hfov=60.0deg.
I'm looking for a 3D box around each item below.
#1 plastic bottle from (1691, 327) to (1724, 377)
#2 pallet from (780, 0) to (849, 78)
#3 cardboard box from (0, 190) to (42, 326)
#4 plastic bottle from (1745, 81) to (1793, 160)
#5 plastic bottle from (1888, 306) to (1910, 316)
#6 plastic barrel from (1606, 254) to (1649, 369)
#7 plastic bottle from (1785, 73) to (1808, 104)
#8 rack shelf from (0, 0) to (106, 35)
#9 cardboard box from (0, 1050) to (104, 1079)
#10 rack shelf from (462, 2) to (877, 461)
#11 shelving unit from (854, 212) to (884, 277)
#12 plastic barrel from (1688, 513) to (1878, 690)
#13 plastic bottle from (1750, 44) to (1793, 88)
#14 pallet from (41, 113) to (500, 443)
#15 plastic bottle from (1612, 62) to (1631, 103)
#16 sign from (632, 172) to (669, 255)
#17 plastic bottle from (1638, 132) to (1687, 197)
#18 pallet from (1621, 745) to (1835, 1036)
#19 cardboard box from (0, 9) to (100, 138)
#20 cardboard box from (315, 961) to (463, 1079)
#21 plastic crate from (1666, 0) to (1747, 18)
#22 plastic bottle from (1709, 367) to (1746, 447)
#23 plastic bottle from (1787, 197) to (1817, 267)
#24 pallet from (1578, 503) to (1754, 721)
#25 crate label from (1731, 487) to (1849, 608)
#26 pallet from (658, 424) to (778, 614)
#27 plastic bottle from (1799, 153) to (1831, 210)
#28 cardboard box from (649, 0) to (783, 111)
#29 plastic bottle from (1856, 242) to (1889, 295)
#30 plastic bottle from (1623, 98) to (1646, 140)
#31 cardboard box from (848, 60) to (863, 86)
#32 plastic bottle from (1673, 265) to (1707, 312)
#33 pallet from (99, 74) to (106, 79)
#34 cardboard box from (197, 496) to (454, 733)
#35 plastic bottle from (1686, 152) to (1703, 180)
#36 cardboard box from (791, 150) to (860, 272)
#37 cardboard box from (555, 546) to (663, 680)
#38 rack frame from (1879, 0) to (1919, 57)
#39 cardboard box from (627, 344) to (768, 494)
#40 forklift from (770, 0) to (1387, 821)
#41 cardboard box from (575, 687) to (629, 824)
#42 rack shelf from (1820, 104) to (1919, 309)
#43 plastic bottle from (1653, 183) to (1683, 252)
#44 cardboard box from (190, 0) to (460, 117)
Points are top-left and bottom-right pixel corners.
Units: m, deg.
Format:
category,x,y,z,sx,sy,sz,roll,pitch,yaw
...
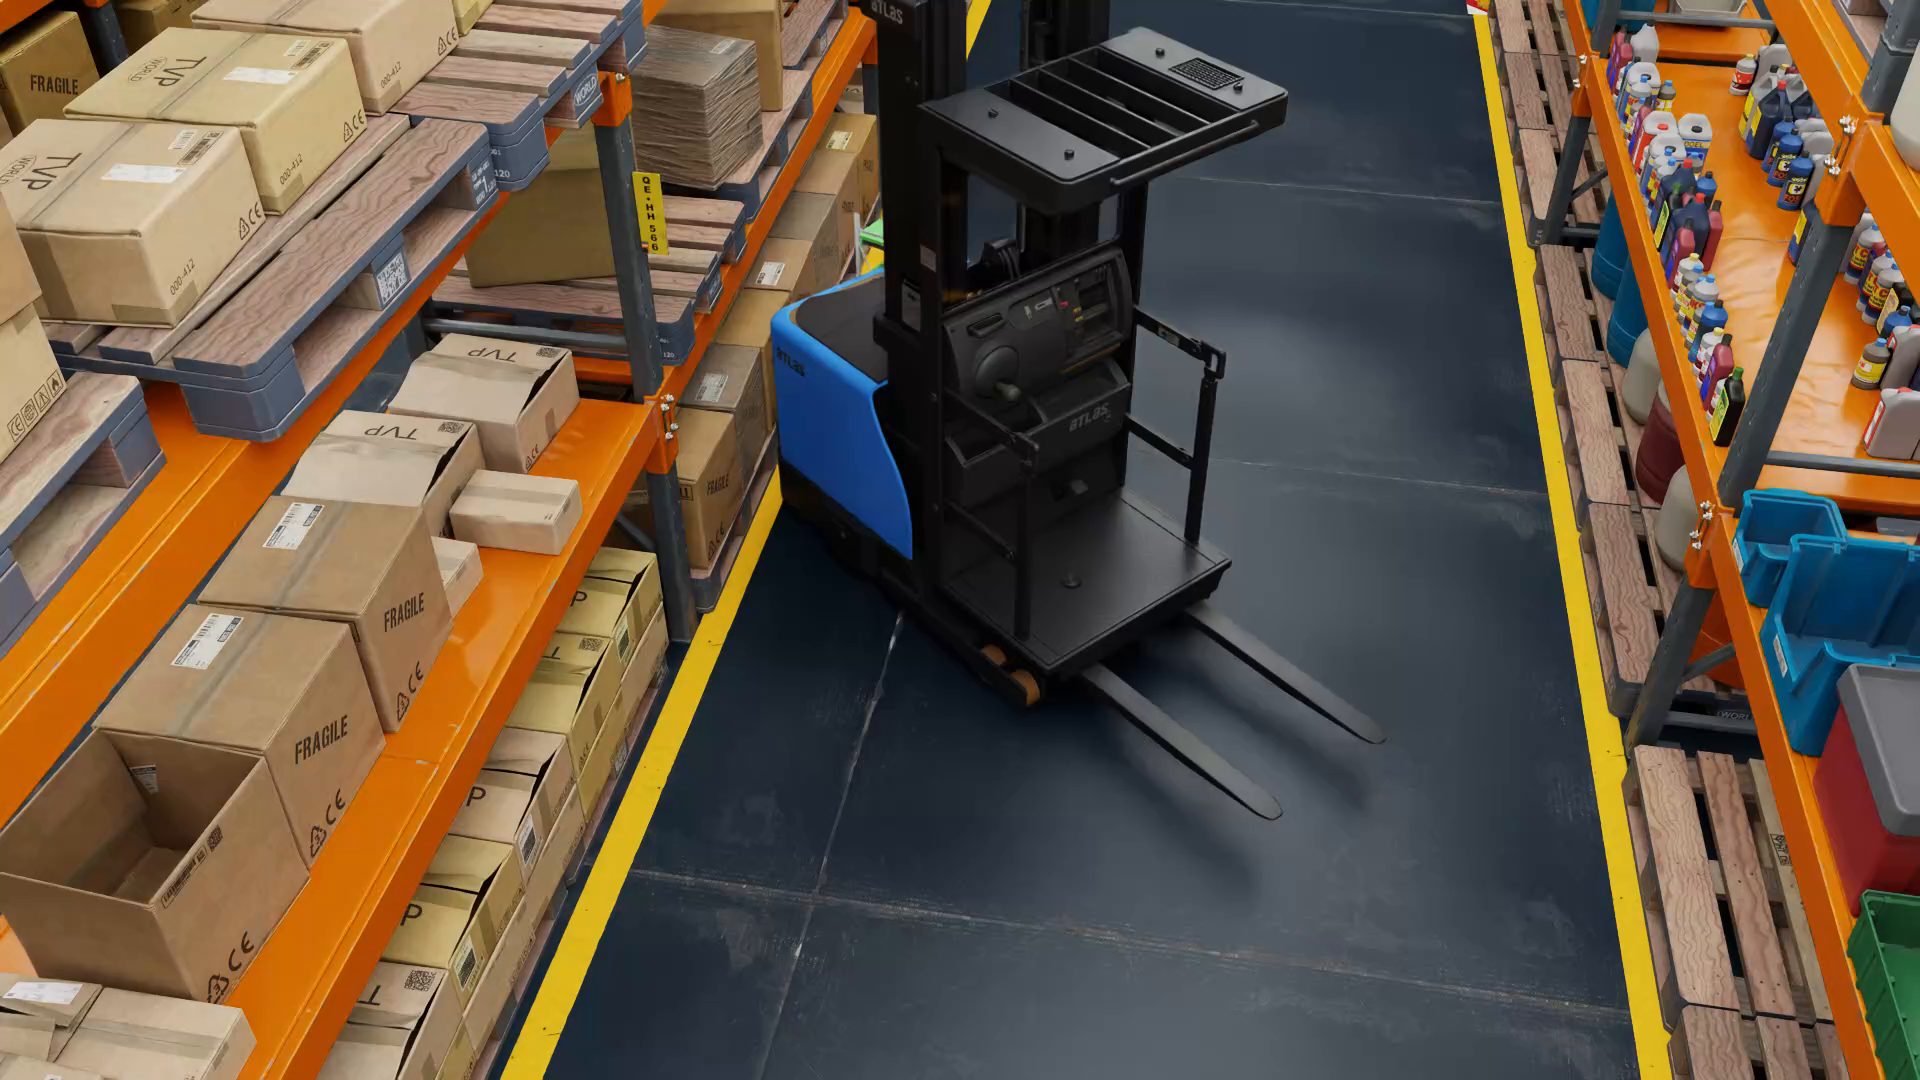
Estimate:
category,x,y,z,sx,sy,sz,roll,pitch,yaw
plastic bottle,2.959,-0.742,6.546,0.097,0.201,0.097,0,40,0
pallet,-1.217,-2.737,8.954,1.003,0.211,1.213,6,40,8
cardboard box,-2.135,-0.572,3.030,0.500,0.500,0.500,10,41,12
plastic bottle,3.896,-2.020,7.975,0.144,0.351,0.185,6,40,8
plastic bottle,3.758,-0.845,6.671,0.097,0.201,0.097,0,40,0
plastic barrel,3.673,-1.321,8.408,0.600,0.901,0.708,6,40,8
plastic bottle,4.070,-2.120,8.096,0.144,0.351,0.185,6,40,8
rack shelf,-6.197,-2.312,8.854,1.077,0.370,4.000,6,40,8
cardboard box,-2.314,1.464,3.840,0.500,0.250,0.500,9,40,10
rack shelf,-1.318,-1.768,8.196,1.077,0.370,4.000,6,40,8
shelving unit,-0.261,-1.166,8.316,0.258,1.200,0.503,23,45,25
plastic barrel,3.282,0.124,6.716,0.600,0.830,0.708,6,40,8
plastic bottle,4.157,-2.421,8.519,0.152,0.276,0.135,6,40,8
pallet,-1.884,-0.735,4.177,1.003,0.211,1.213,8,40,10
plastic bottle,3.398,-2.334,8.472,0.097,0.201,0.097,0,40,0
sign,-1.116,-1.177,6.008,0.100,0.325,0.005,6,40,8
plastic bottle,3.251,-1.729,7.681,0.152,0.276,0.135,6,40,8
pallet,3.042,1.315,6.091,1.003,0.211,1.213,6,40,8
cardboard box,-5.836,-2.755,10.183,0.750,0.750,0.750,7,40,8
cardboard box,-1.859,1.532,5.029,0.500,0.311,0.500,5,40,6
plastic crate,4.128,-2.950,9.220,0.396,0.136,0.243,6,40,8
plastic bottle,2.864,-0.498,6.186,0.061,0.283,0.133,6,40,8
plastic bottle,3.706,-1.361,7.178,0.144,0.351,0.185,6,40,8
pallet,3.310,0.334,7.278,1.003,0.211,1.213,6,40,8
crate label,2.772,0.046,5.569,0.303,0.233,0.416,6,40,8
pallet,-1.497,-0.180,7.899,1.003,0.211,1.213,6,40,8
plastic bottle,3.943,-1.645,7.580,0.152,0.276,0.135,6,40,8
cardboard box,-1.216,-2.385,7.970,0.700,0.500,0.500,-3,40,-4
plastic bottle,3.852,-1.153,6.979,0.061,0.283,0.133,6,40,8
plastic bottle,3.324,-2.066,8.148,0.097,0.201,0.097,0,40,0
cardboard box,-0.546,-3.162,11.195,0.380,0.166,0.250,6,40,8
plastic bottle,3.043,-1.048,6.916,0.097,0.201,0.097,0,40,0
pallet,-5.642,-3.238,11.598,1.003,0.211,1.213,6,40,8
cardboard box,-1.938,0.226,5.141,0.500,0.500,0.500,4,40,5
plastic bottle,3.377,-1.698,7.703,0.097,0.201,0.097,0,40,0
cardboard box,-0.868,-1.856,9.354,0.500,0.500,0.500,7,40,8
cardboard box,-1.512,0.247,6.582,0.500,0.311,0.500,7,40,9
rack frame,3.214,-2.554,3.873,1.000,3.000,0.127,6,40,8
cardboard box,-1.218,-0.580,7.810,0.500,0.500,0.500,5,40,6
forklift,0.463,-0.786,6.497,1.130,2.935,3.031,-28,47,-29
cardboard box,-1.600,0.789,6.367,0.500,0.250,0.500,6,40,7
rack shelf,2.868,0.135,3.540,1.077,0.370,4.000,6,40,8
plastic bottle,3.117,-1.415,7.295,0.061,0.283,0.133,6,40,8
cardboard box,-1.760,-1.428,4.654,0.500,0.250,0.500,7,40,9
